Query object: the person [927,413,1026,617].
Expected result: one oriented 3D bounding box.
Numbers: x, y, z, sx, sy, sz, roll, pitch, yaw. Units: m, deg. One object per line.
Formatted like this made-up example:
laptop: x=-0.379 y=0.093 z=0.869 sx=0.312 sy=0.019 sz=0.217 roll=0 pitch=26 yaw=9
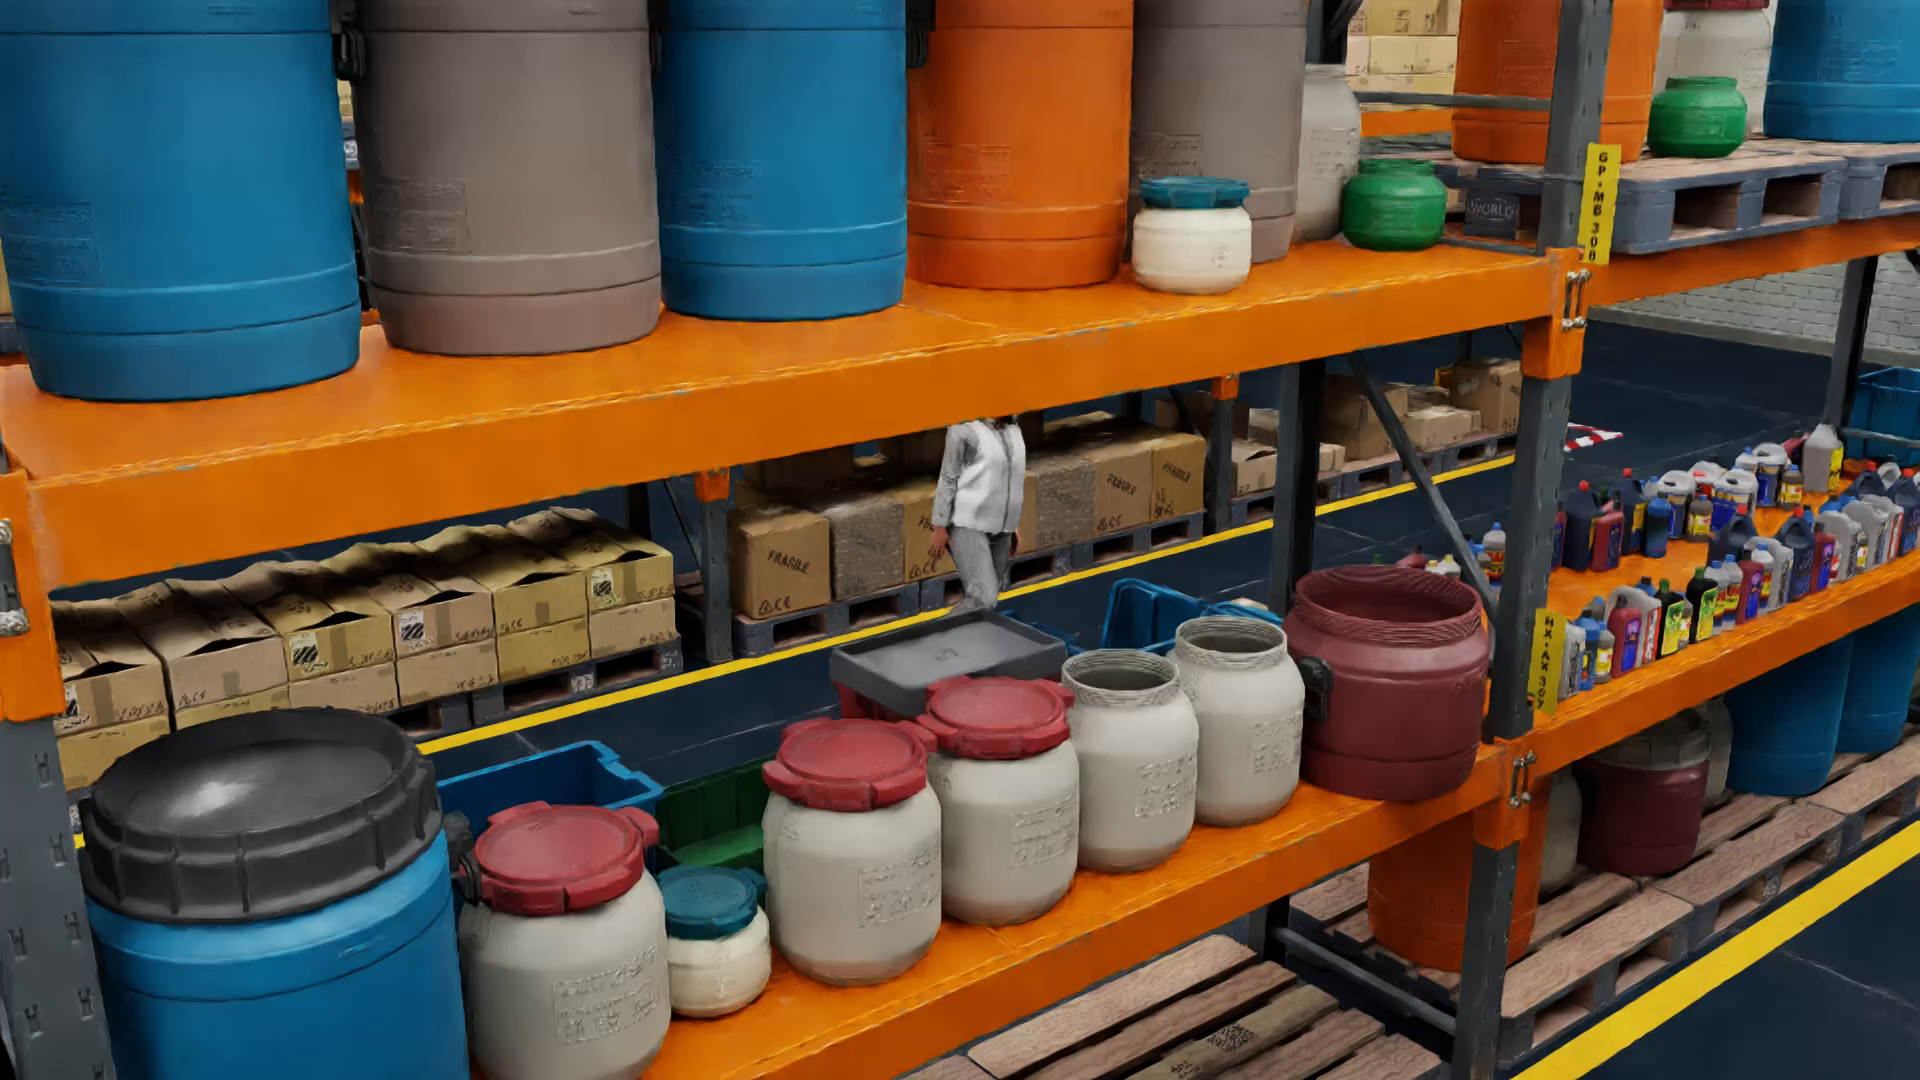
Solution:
person: x=0.115 y=-0.042 z=8.620 sx=0.729 sy=1.765 sz=0.444 roll=-16 pitch=24 yaw=-42
